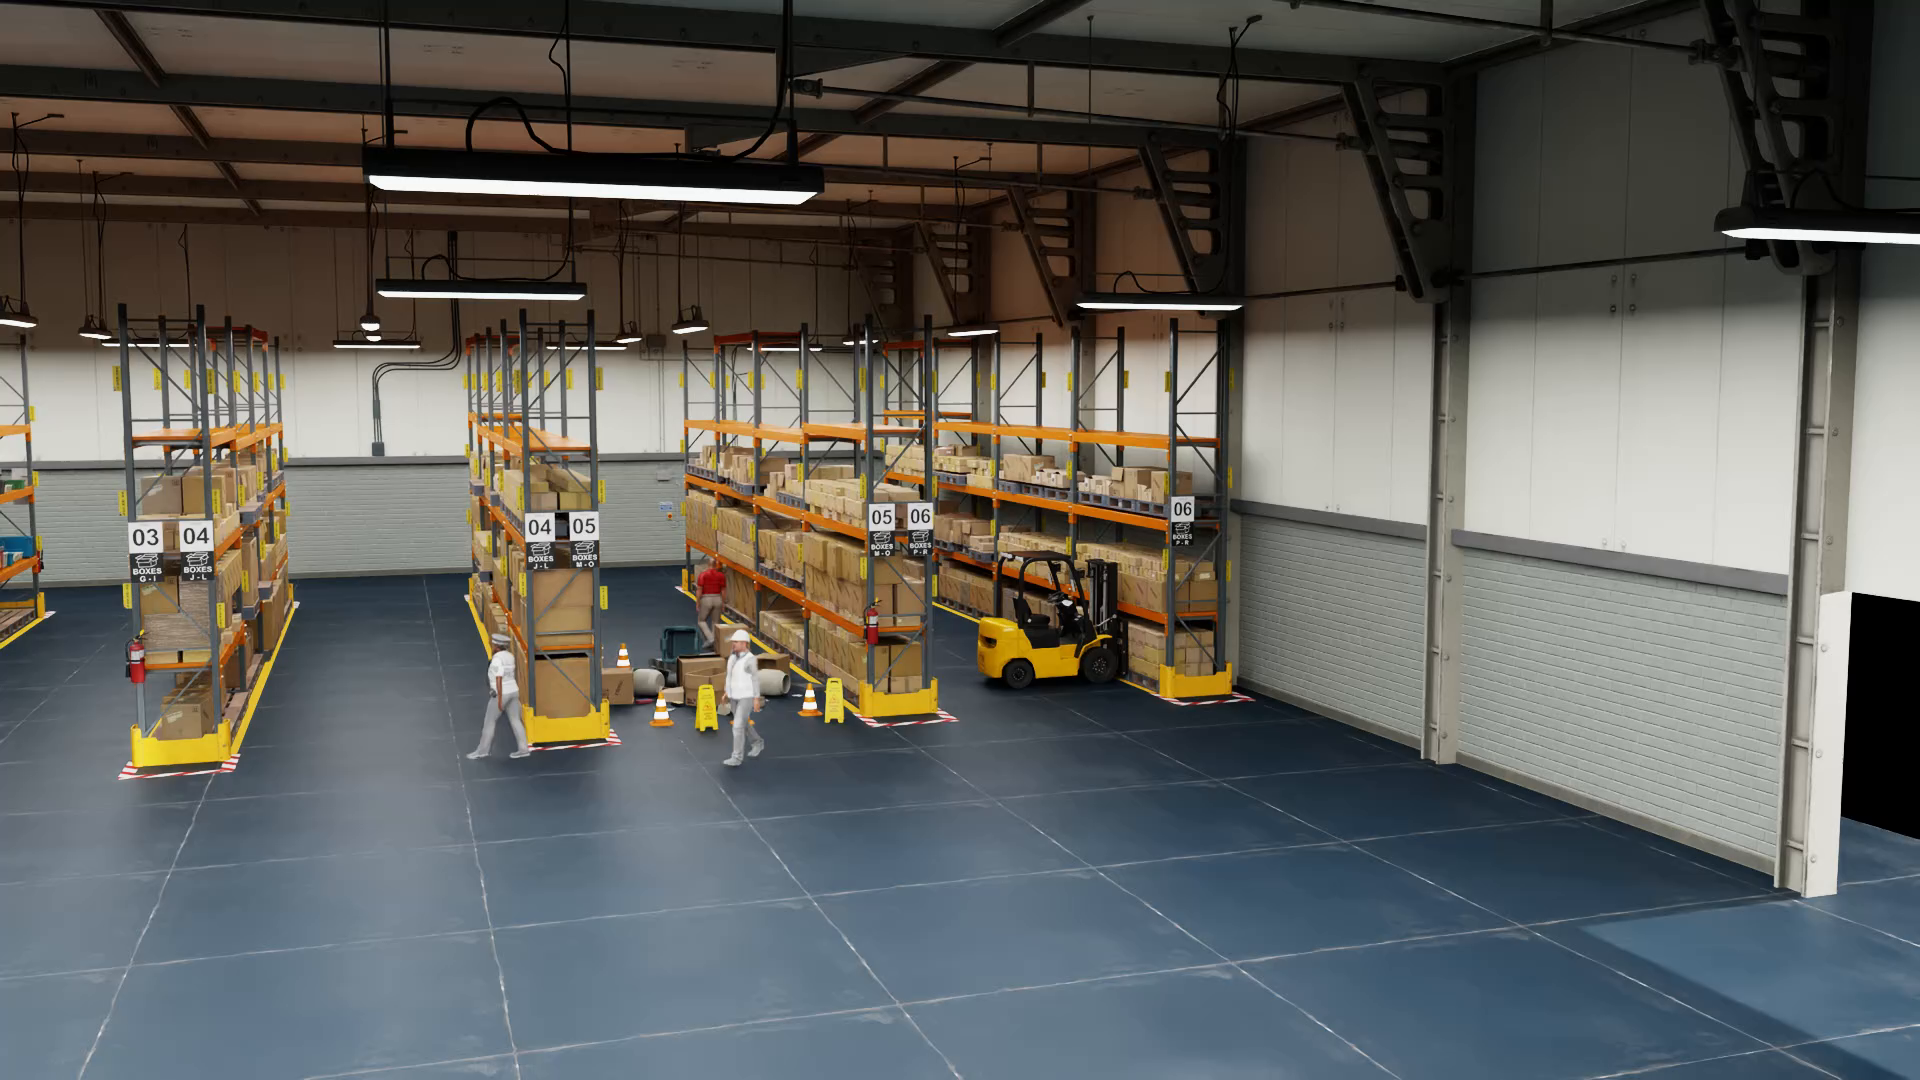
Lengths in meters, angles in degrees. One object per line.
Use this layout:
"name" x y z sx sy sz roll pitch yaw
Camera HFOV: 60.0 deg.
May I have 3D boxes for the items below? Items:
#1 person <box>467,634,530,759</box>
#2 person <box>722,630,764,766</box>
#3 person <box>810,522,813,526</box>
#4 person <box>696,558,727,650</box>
"person" -6.108 2.082 22.112 0.821 1.635 0.516 3 6 25
"person" -2.862 2.056 21.892 0.836 1.760 0.536 -5 7 -41
"person" -3.517 0.369 38.447 0.490 1.626 0.546 -2 6 -20
"person" -4.629 1.196 31.023 0.570 1.722 0.483 -3 6 -27
